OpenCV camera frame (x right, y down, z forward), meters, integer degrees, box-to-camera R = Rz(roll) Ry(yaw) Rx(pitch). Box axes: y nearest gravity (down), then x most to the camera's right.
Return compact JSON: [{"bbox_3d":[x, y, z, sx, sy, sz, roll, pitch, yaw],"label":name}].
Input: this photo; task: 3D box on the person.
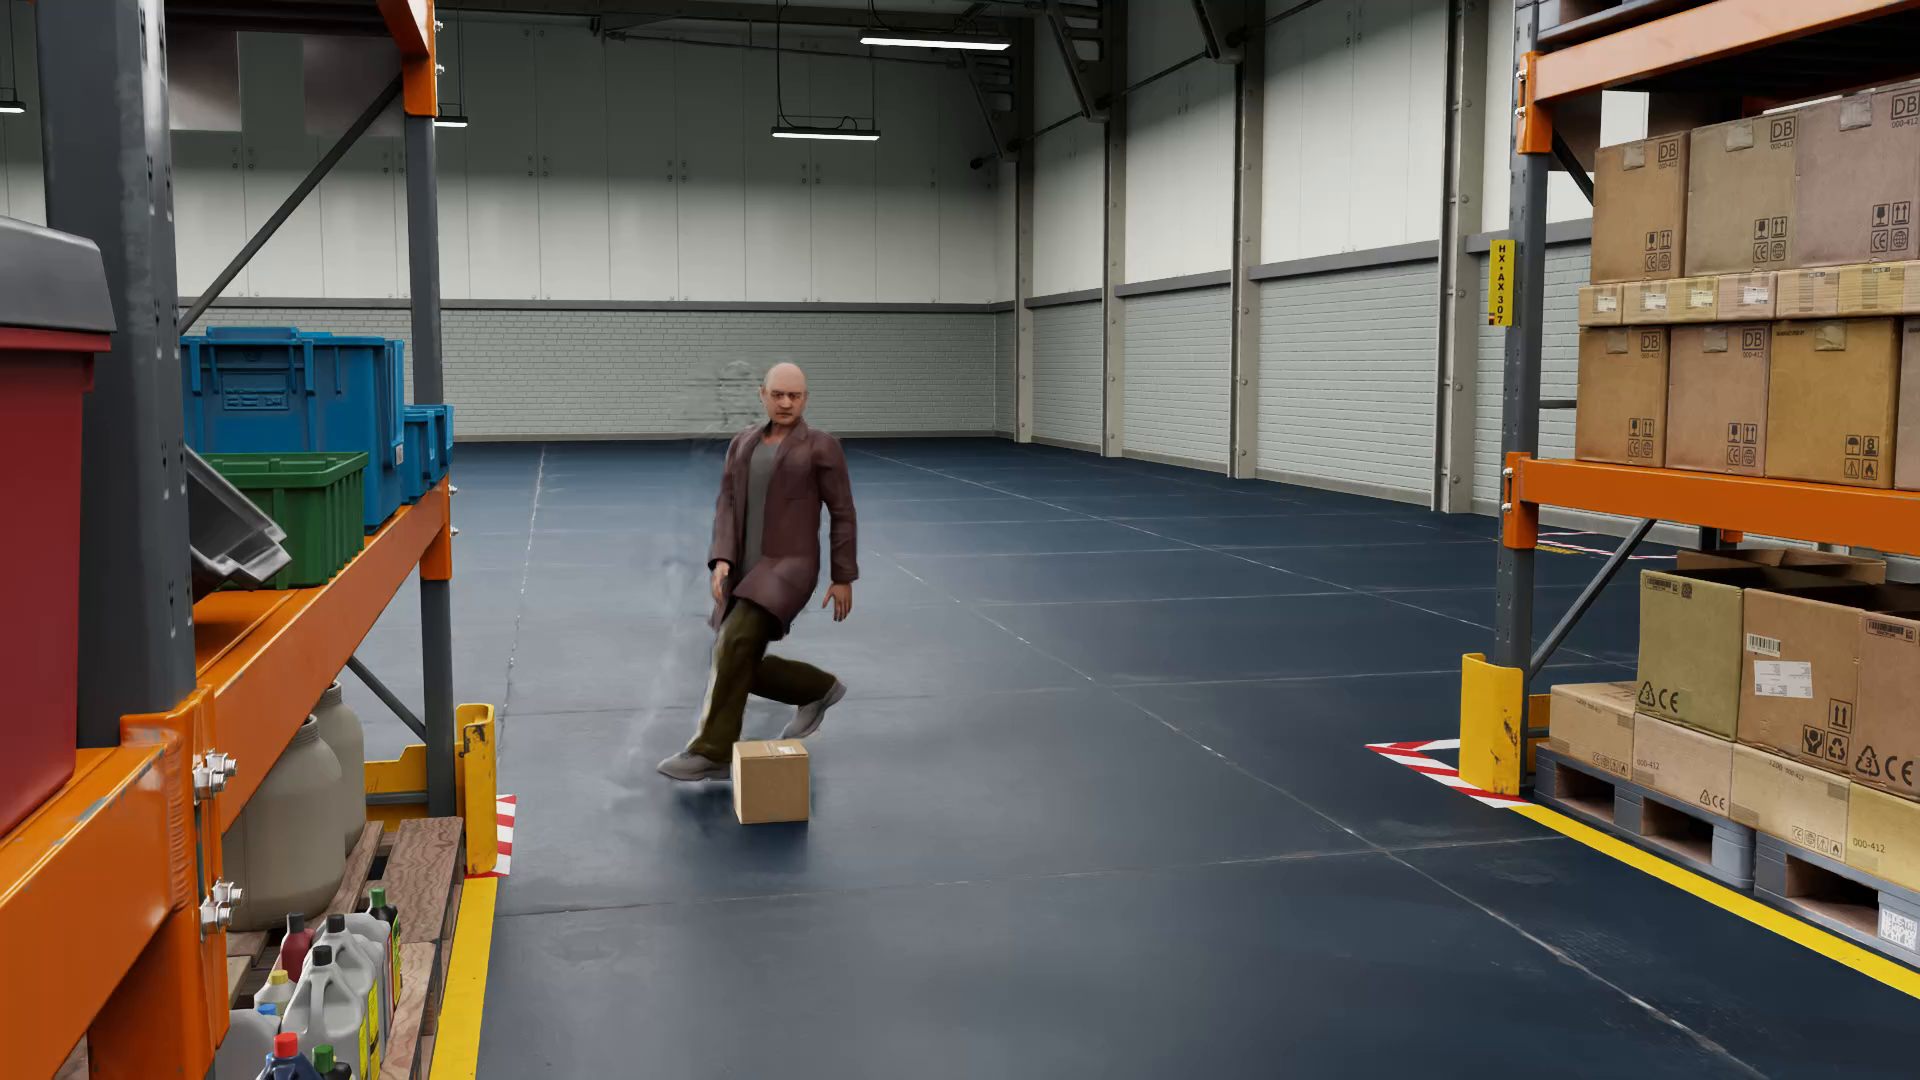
[{"bbox_3d":[-0.808,0.109,6.738,0.562,1.644,1.118,5,8,37],"label":"person"}]
